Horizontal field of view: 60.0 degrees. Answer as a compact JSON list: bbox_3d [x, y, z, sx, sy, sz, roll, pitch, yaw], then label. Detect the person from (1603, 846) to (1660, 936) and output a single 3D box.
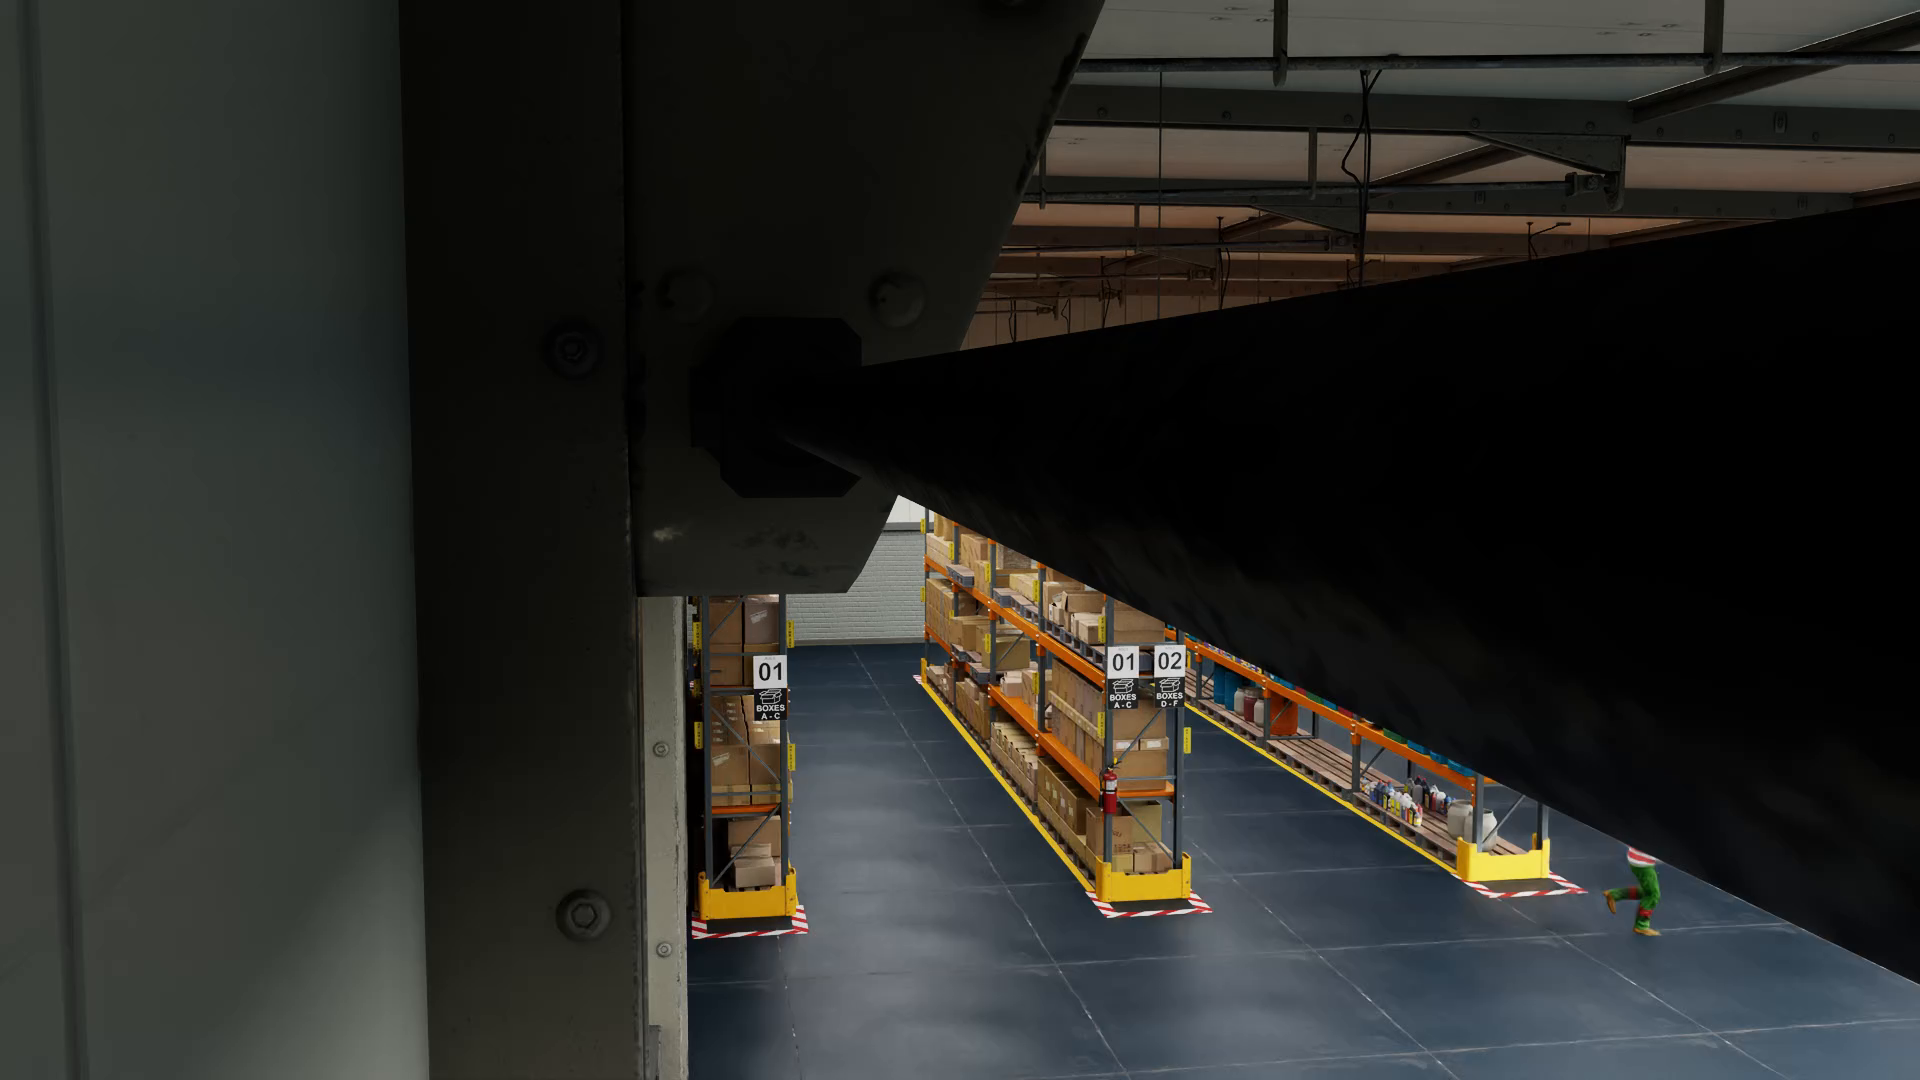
[{"bbox_3d":[7.964,3.787,19.439,0.812,1.712,0.654,2,6,25],"label":"person"}]
